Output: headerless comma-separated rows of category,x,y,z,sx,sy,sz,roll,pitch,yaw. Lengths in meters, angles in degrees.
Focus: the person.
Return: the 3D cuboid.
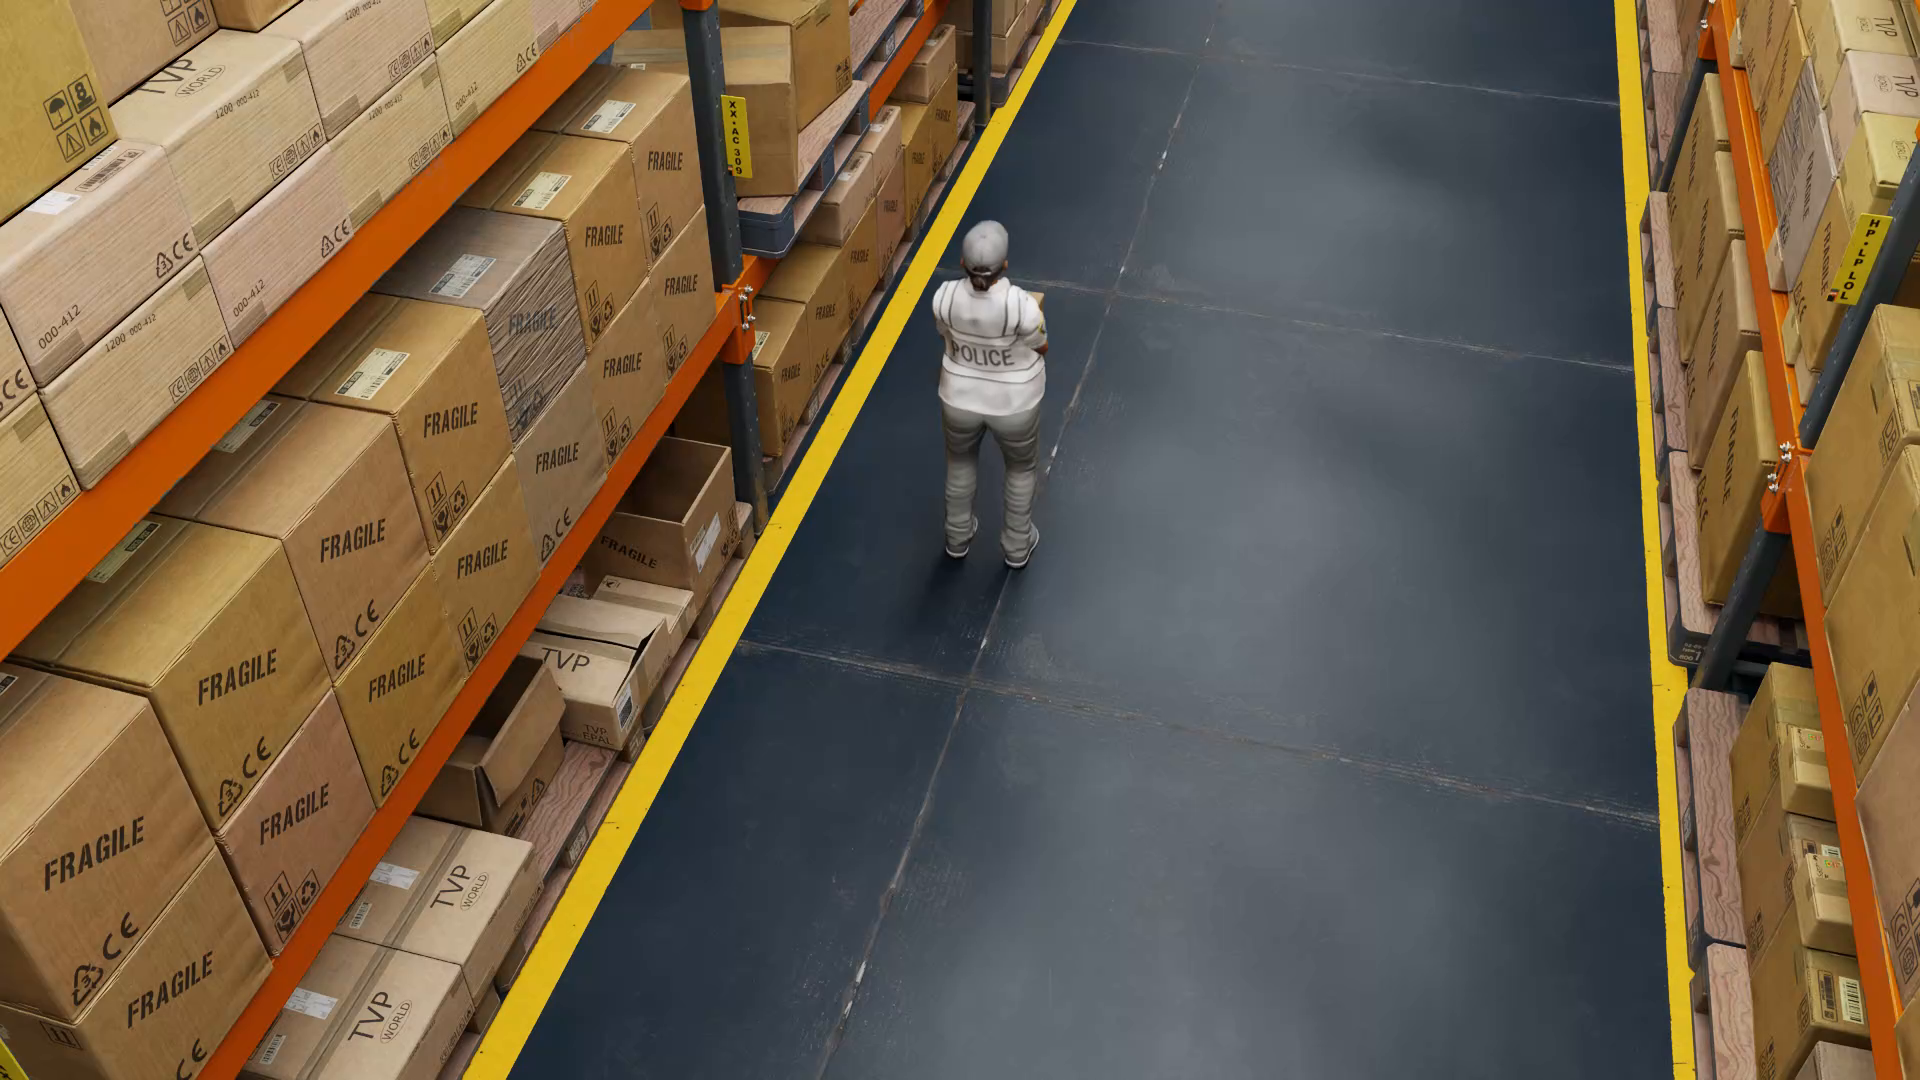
person,0.139,-0.630,6.882,0.452,1.653,0.535,10,42,11
